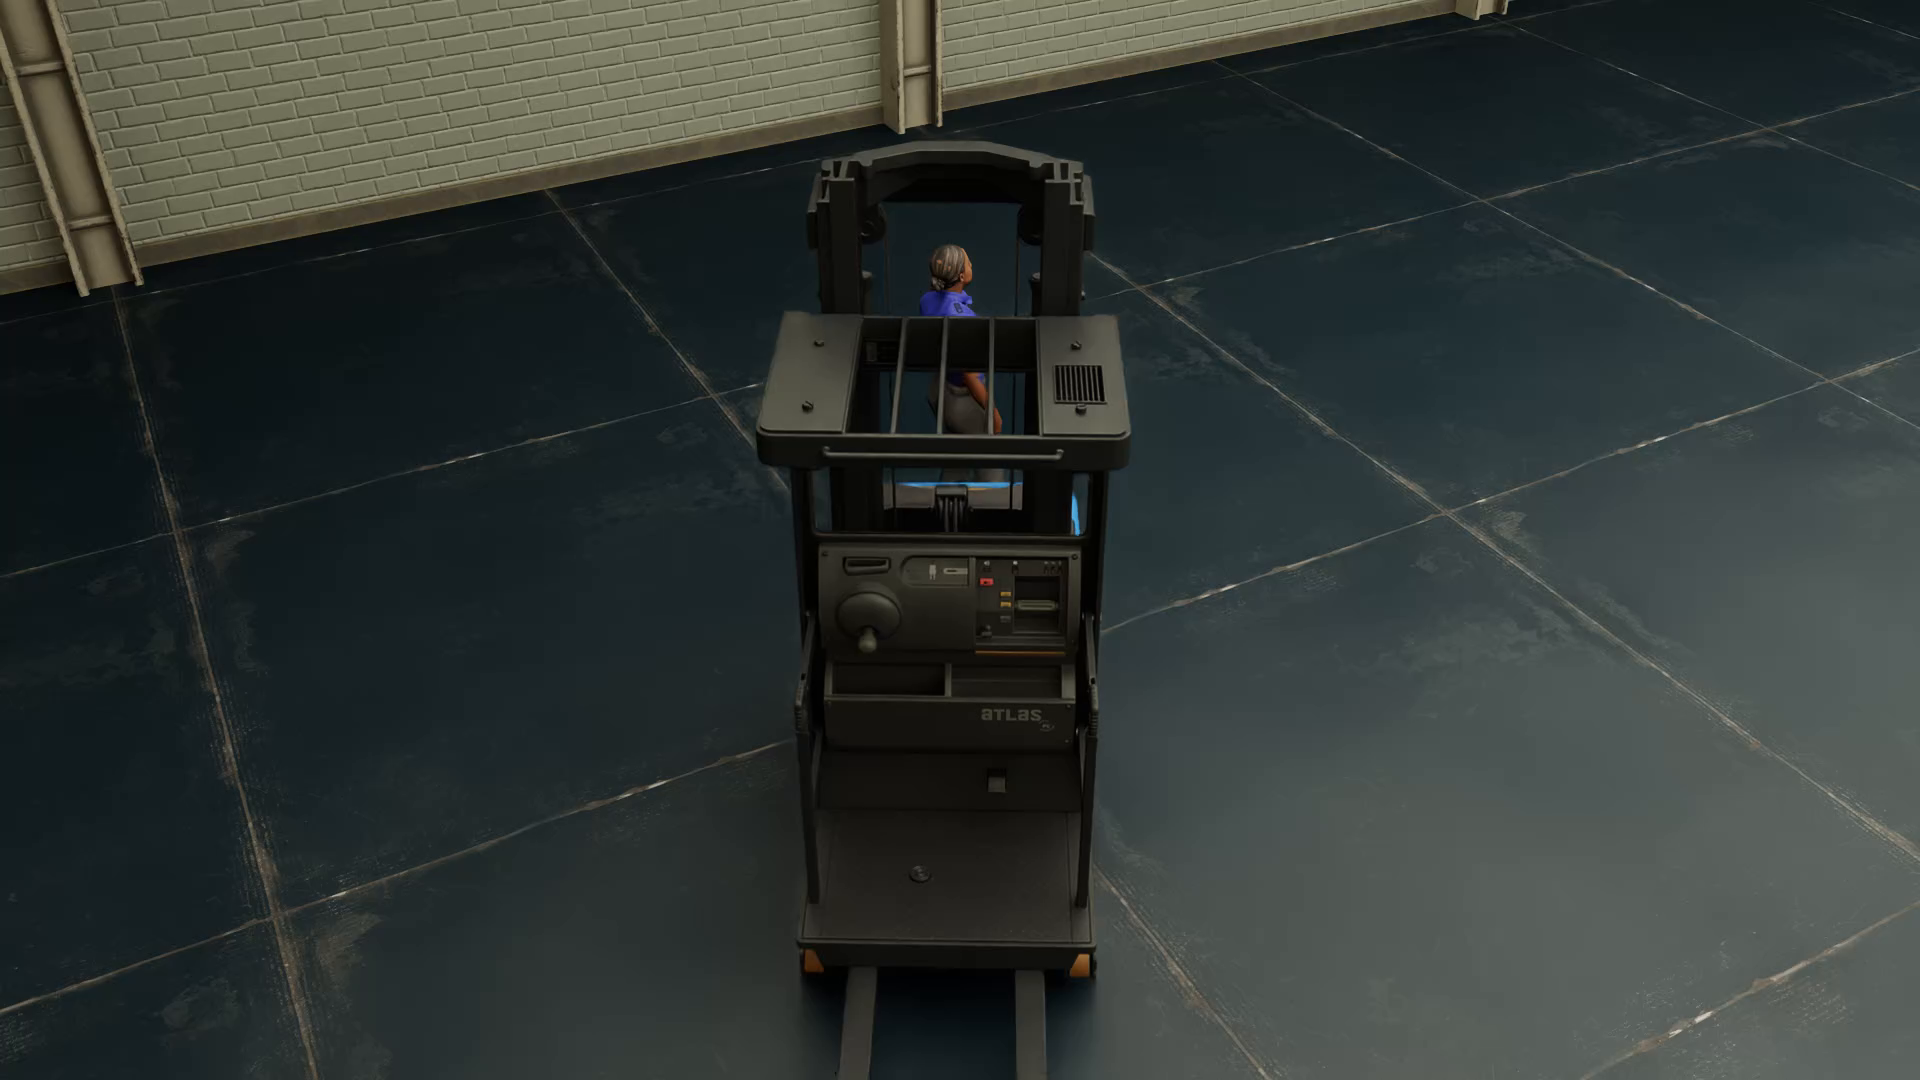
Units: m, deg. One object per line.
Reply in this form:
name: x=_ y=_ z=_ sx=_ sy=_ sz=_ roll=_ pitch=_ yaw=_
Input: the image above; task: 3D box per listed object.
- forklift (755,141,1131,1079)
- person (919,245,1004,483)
forklift: x=-0.040 y=0.276 z=5.732 sx=1.130 sy=2.935 sz=3.031 roll=1 pitch=35 yaw=1
person: x=0.086 y=-0.695 z=8.200 sx=0.504 sy=1.654 sz=0.570 roll=-17 pitch=39 yaw=-23
